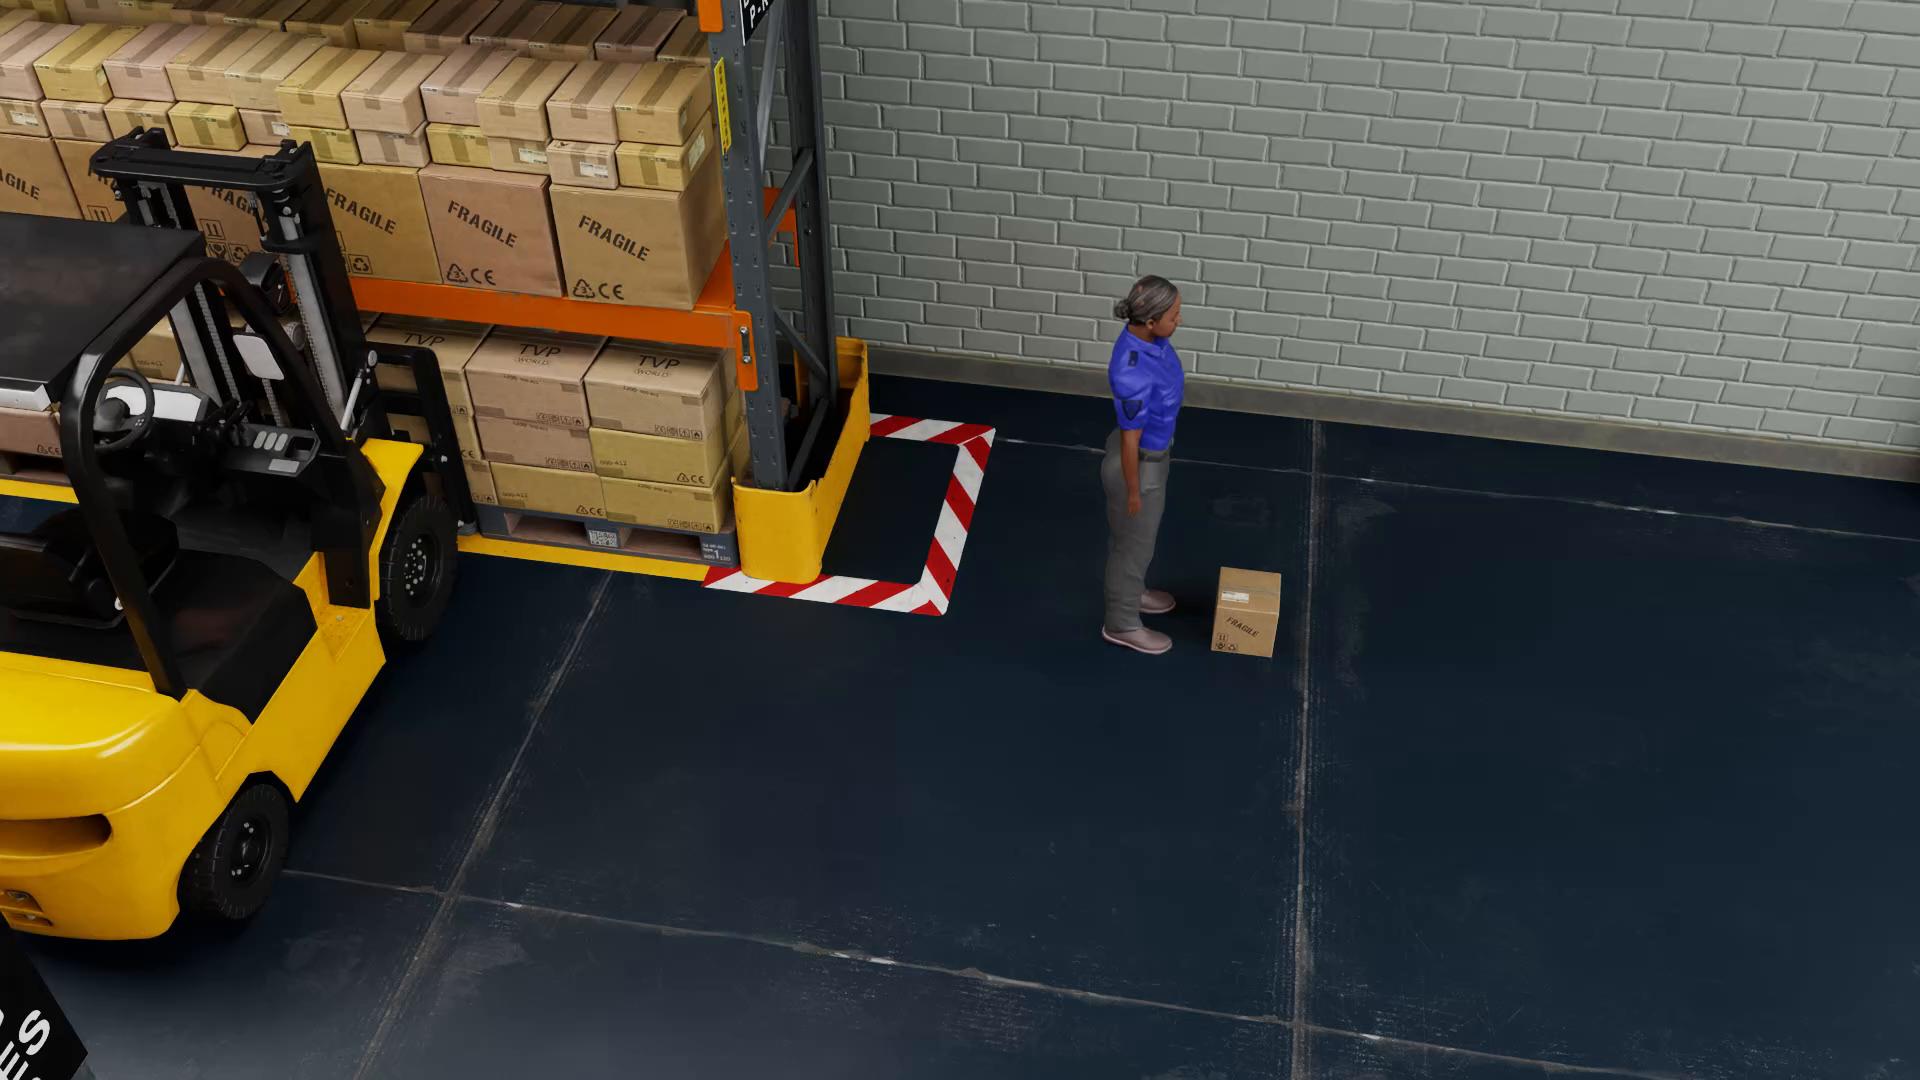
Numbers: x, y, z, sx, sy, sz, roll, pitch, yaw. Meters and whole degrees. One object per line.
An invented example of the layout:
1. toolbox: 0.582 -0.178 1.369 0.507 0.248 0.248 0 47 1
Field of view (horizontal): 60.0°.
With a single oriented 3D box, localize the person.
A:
1. person: 0.734 -0.297 6.503 0.355 1.678 0.448 7 41 8
